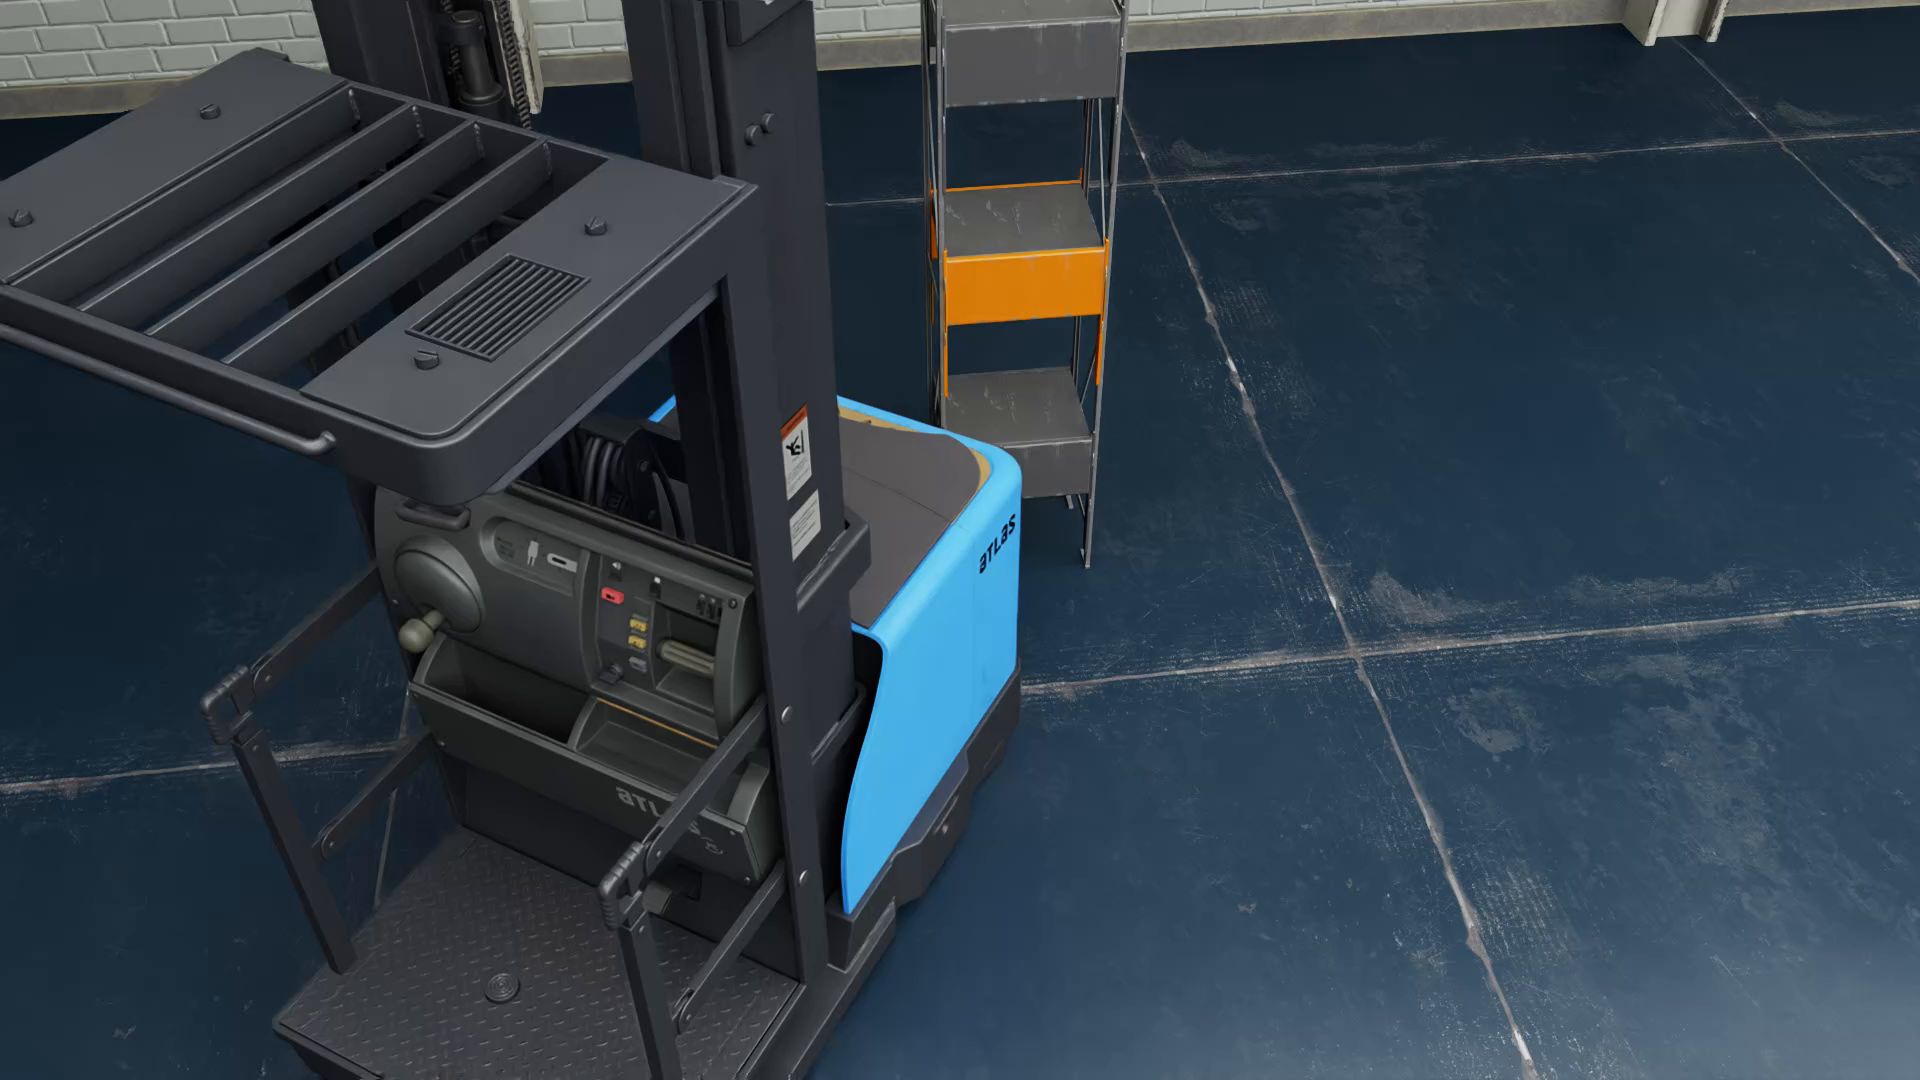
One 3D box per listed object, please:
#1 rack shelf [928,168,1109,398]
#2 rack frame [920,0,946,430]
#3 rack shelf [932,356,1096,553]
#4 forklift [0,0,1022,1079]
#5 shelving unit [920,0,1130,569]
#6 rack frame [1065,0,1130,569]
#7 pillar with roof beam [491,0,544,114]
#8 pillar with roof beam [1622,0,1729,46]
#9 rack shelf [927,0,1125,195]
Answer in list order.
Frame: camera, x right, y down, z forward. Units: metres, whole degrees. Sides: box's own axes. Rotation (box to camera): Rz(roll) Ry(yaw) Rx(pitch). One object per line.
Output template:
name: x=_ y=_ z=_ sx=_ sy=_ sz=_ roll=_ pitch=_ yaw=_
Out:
rack shelf: x=0.164 y=-0.784 z=5.072 sx=0.480 sy=0.518 sz=0.431 roll=-5 pitch=42 yaw=-6
rack frame: x=-0.078 y=-0.773 z=5.039 sx=0.015 sy=2.100 sz=0.400 roll=-5 pitch=42 yaw=-6
rack shelf: x=0.164 y=-0.264 z=5.541 sx=0.480 sy=0.518 sz=0.431 roll=-5 pitch=42 yaw=-6
forklift: x=-0.944 y=0.210 z=3.329 sx=1.130 sy=2.935 sz=3.031 roll=19 pitch=45 yaw=20
shelving unit: x=0.164 y=-0.794 z=5.063 sx=0.503 sy=2.100 sz=0.431 roll=-5 pitch=42 yaw=-6
rack frame: x=0.406 y=-0.815 z=5.086 sx=0.015 sy=2.100 sz=0.400 roll=-5 pitch=42 yaw=-6
pillar with roof beam: x=-1.686 y=-2.630 z=1.947 sx=0.400 sy=9.000 sz=9.100 roll=-5 pitch=42 yaw=-6
pillar with roof beam: x=4.263 y=-3.151 z=2.525 sx=0.400 sy=9.000 sz=9.100 roll=-5 pitch=42 yaw=-6
rack shelf: x=0.164 y=-1.304 z=4.603 sx=0.480 sy=0.518 sz=0.431 roll=-5 pitch=42 yaw=-6
